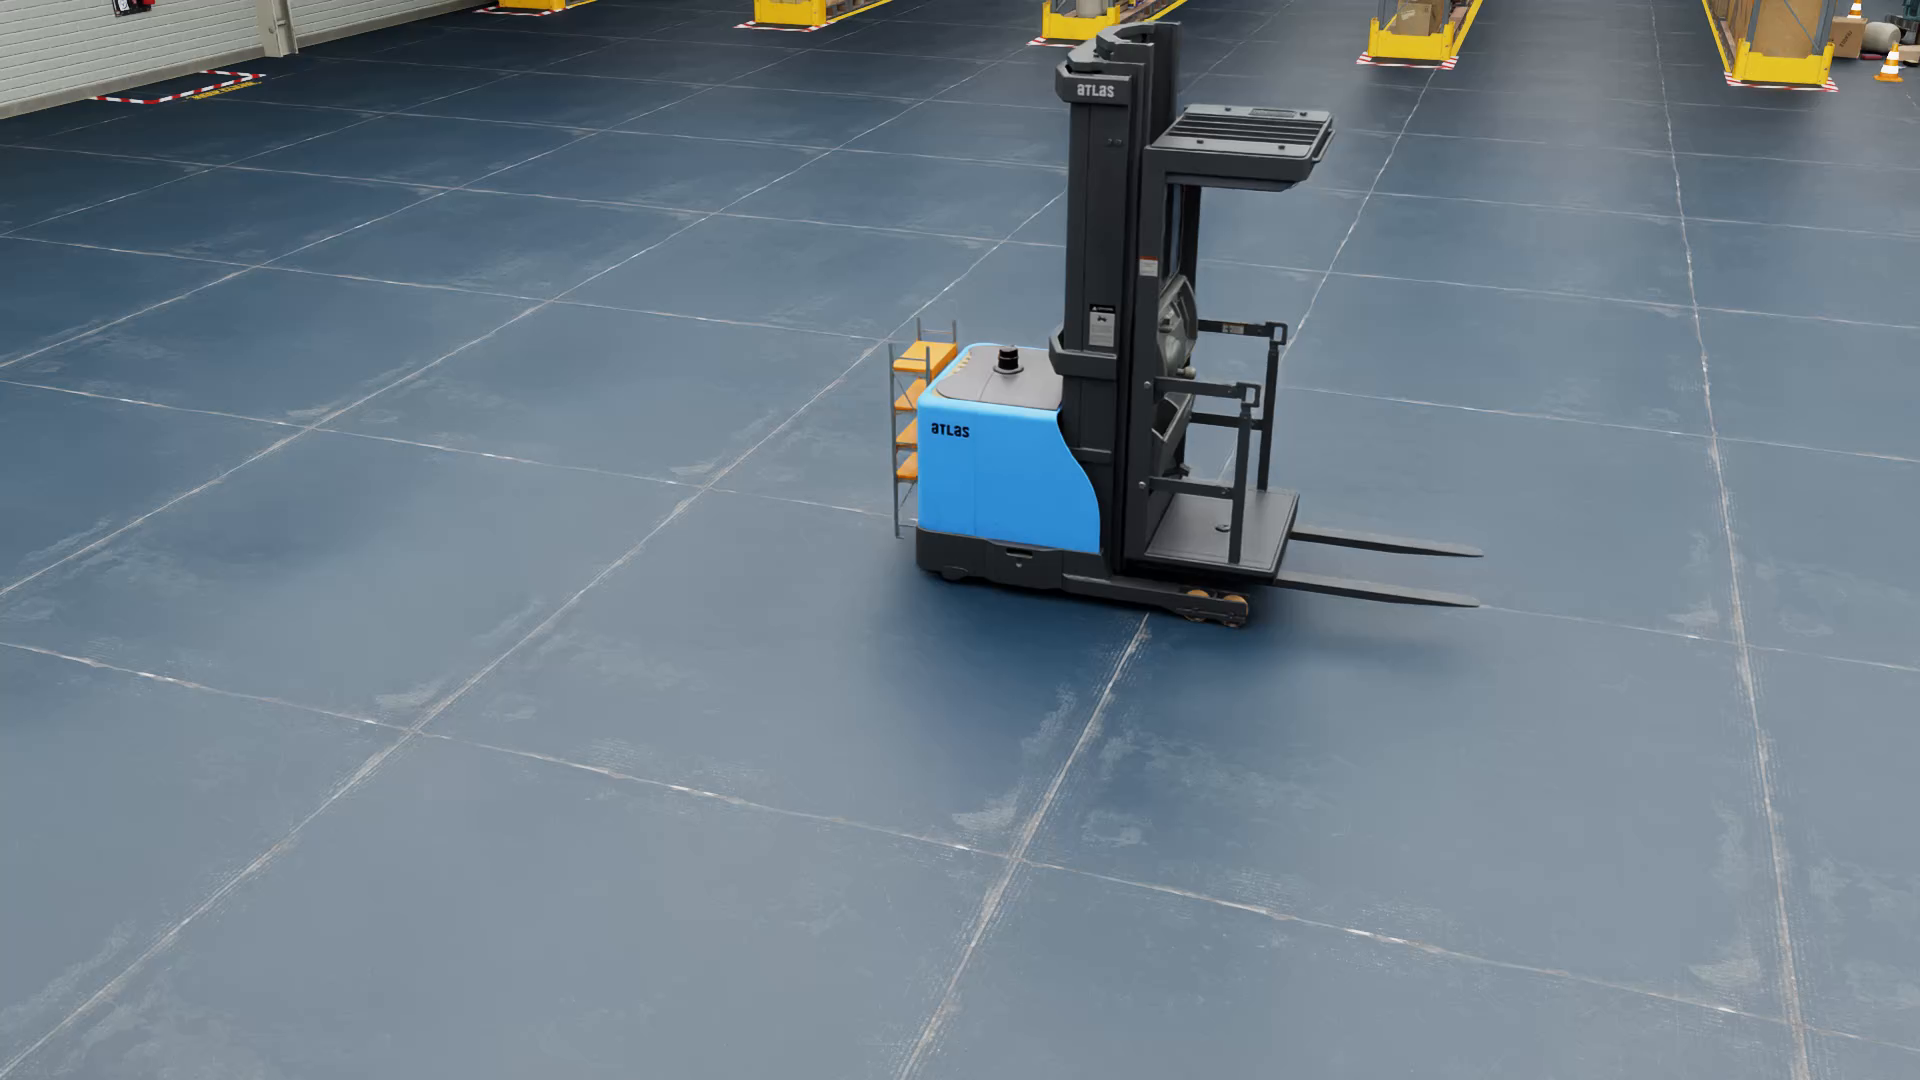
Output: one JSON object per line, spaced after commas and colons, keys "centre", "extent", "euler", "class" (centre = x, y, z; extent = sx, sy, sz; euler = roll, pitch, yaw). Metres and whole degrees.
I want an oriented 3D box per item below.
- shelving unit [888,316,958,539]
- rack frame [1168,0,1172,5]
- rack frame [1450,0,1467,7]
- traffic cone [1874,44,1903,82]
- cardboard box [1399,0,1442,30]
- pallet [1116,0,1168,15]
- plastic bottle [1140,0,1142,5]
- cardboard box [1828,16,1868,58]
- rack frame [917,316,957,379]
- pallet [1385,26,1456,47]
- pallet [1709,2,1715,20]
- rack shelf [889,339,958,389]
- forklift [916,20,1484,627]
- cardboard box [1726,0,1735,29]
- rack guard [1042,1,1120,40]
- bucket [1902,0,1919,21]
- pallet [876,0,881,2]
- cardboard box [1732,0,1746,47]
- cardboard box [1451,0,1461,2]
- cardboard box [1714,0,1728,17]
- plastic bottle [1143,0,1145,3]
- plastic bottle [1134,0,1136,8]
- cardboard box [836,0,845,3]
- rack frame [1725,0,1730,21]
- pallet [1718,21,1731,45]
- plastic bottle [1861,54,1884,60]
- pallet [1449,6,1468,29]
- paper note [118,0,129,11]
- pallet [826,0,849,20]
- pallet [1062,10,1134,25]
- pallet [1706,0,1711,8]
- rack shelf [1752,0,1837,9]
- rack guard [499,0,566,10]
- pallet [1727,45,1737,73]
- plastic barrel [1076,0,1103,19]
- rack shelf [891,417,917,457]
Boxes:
{"centre": [-0.201, -0.645, 9.700], "extent": [0.258, 1.200, 0.503], "euler": [7, 27, 16], "class": "shelving unit"}
{"centre": [3.226, -10.780, 28.573], "extent": [1.000, 3.000, 0.127], "euler": [9, 27, 17], "class": "rack frame"}
{"centre": [7.897, -10.062, 27.090], "extent": [1.000, 3.000, 0.127], "euler": [9, 27, 17], "class": "rack frame"}
{"centre": [12.725, -6.528, 22.701], "extent": [0.336, 0.463, 0.334], "euler": [9, 27, 17], "class": "traffic cone"}
{"centre": [6.956, -7.987, 25.190], "extent": [0.500, 0.500, 0.500], "euler": [17, 30, 31], "class": "cardboard box"}
{"centre": [2.963, -9.255, 28.623], "extent": [1.003, 0.211, 1.213], "euler": [9, 27, 17], "class": "pallet"}
{"centre": [2.973, -8.998, 27.597], "extent": [0.097, 0.201, 0.097], "euler": [0, 26, 0], "class": "plastic bottle"}
{"centre": [12.992, -7.390, 24.437], "extent": [0.500, 0.500, 0.500], "euler": [14, 29, 26], "class": "cardboard box"}
{"centre": [-0.127, -0.746, 9.910], "extent": [0.240, 1.200, 0.015], "euler": [7, 27, 16], "class": "rack frame"}
{"centre": [6.895, -7.523, 25.046], "extent": [1.003, 0.211, 1.213], "euler": [9, 27, 17], "class": "pallet"}
{"centre": [13.131, -8.877, 27.842], "extent": [1.003, 0.211, 1.213], "euler": [9, 27, 17], "class": "pallet"}
{"centre": [-0.206, -0.999, 9.531], "extent": [0.258, 0.148, 0.480], "euler": [7, 27, 16], "class": "rack shelf"}
{"centre": [1.329, -1.119, 8.698], "extent": [3.031, 2.935, 1.130], "euler": [8, 27, 16], "class": "forklift"}
{"centre": [12.265, -8.286, 25.377], "extent": [0.875, 0.875, 0.875], "euler": [9, 27, 18], "class": "cardboard box"}
{"centre": [1.876, -8.049, 25.801], "extent": [1.175, 0.500, 0.348], "euler": [9, 27, 17], "class": "rack guard"}
{"centre": [14.669, -8.122, 25.094], "extent": [0.726, 0.611, 0.620], "euler": [20, 22, 35], "class": "bucket"}
{"centre": [-1.748, -9.924, 30.005], "extent": [1.003, 0.211, 1.213], "euler": [9, 27, 17], "class": "pallet"}
{"centre": [11.664, -7.540, 23.837], "extent": [0.875, 0.875, 0.875], "euler": [8, 27, 17], "class": "cardboard box"}
{"centre": [8.122, -9.384, 28.053], "extent": [0.700, 0.500, 0.500], "euler": [7, 27, 13], "class": "cardboard box"}
{"centre": [12.662, -8.746, 26.471], "extent": [1.050, 0.750, 0.750], "euler": [9, 27, 17], "class": "cardboard box"}
{"centre": [3.041, -9.082, 27.772], "extent": [0.097, 0.201, 0.097], "euler": [0, 26, 0], "class": "plastic bottle"}
{"centre": [2.827, -8.817, 27.225], "extent": [0.097, 0.201, 0.097], "euler": [0, 26, 0], "class": "plastic bottle"}
{"centre": [-2.223, -9.202, 27.986], "extent": [0.500, 0.250, 0.500], "euler": [9, 27, 17], "class": "cardboard box"}
{"centre": [12.541, -9.301, 25.518], "extent": [1.000, 3.000, 0.127], "euler": [9, 27, 17], "class": "rack frame"}
{"centre": [12.214, -7.745, 25.504], "extent": [1.003, 0.211, 1.213], "euler": [9, 27, 17], "class": "pallet"}
{"centre": [13.283, -7.032, 24.204], "extent": [0.283, 0.061, 0.133], "euler": [0, 26, -1], "class": "plastic bottle"}
{"centre": [7.707, -8.526, 27.117], "extent": [1.003, 0.211, 1.213], "euler": [9, 27, 17], "class": "pallet"}
{"centre": [-11.009, -7.051, 21.882], "extent": [0.016, 0.148, 0.142], "euler": [9, 27, 17], "class": "paper note"}
{"centre": [-2.560, -8.922, 27.934], "extent": [1.003, 0.211, 1.213], "euler": [9, 27, 17], "class": "pallet"}
{"centre": [2.151, -8.252, 26.552], "extent": [1.003, 0.211, 1.213], "euler": [9, 27, 17], "class": "pallet"}
{"centre": [13.538, -9.377, 28.874], "extent": [1.003, 0.211, 1.213], "euler": [9, 27, 17], "class": "pallet"}
{"centre": [11.875, -8.155, 23.977], "extent": [1.077, 0.370, 4.000], "euler": [9, 27, 17], "class": "rack shelf"}
{"centre": [-7.422, -9.479, 28.754], "extent": [1.175, 0.500, 0.348], "euler": [9, 27, 17], "class": "rack guard"}
{"centre": [11.402, -6.742, 23.433], "extent": [1.003, 0.211, 1.213], "euler": [9, 27, 17], "class": "pallet"}
{"centre": [2.042, -8.487, 26.210], "extent": [0.421, 0.512, 0.421], "euler": [0, 26, 0], "class": "plastic barrel"}
{"centre": [-0.200, -0.584, 9.729], "extent": [0.258, 0.148, 0.480], "euler": [7, 27, 16], "class": "rack shelf"}
